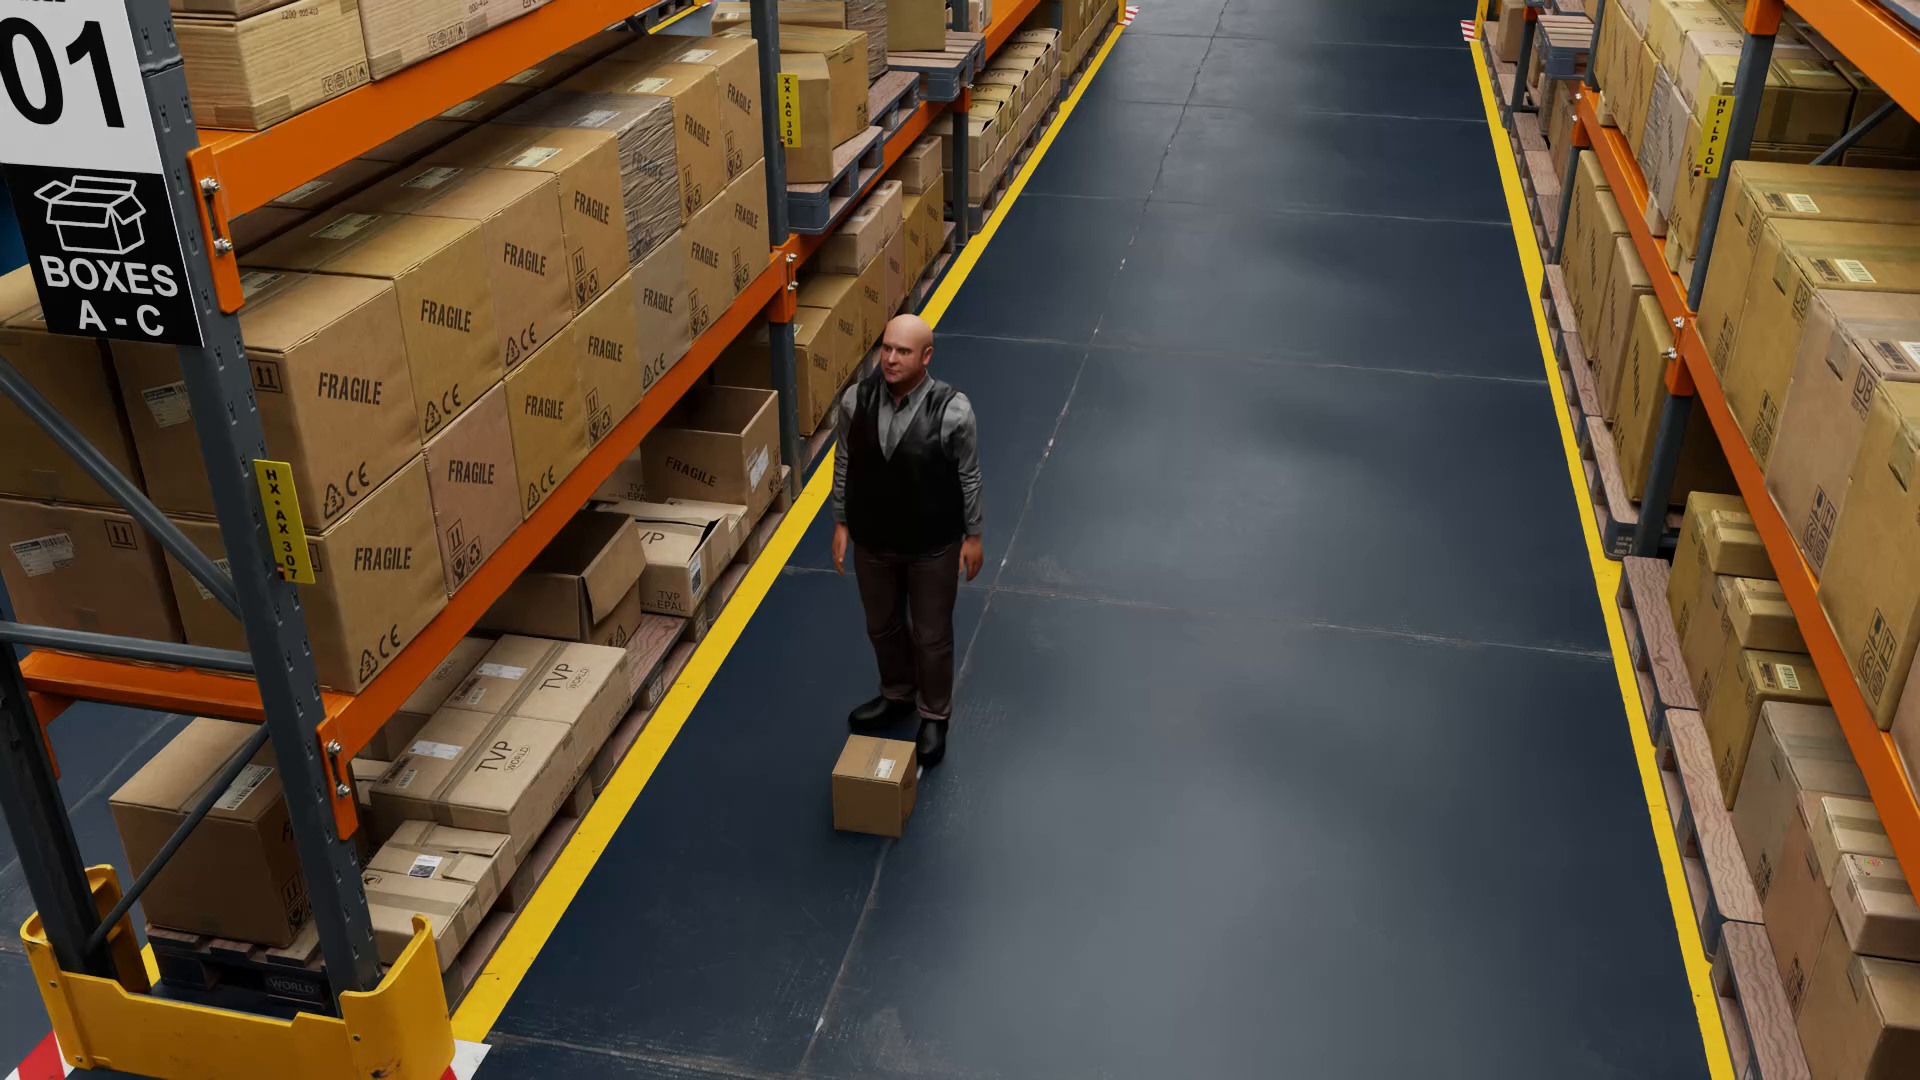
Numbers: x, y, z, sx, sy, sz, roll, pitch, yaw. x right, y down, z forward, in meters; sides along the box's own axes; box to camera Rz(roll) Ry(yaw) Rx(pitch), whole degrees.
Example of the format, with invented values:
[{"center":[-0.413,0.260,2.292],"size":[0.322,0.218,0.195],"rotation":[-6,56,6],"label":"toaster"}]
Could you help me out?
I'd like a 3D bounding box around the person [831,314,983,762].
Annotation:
[{"center":[-0.204,-0.003,6.120],"size":[0.561,1.720,0.384],"rotation":[10,30,17],"label":"person"}]
